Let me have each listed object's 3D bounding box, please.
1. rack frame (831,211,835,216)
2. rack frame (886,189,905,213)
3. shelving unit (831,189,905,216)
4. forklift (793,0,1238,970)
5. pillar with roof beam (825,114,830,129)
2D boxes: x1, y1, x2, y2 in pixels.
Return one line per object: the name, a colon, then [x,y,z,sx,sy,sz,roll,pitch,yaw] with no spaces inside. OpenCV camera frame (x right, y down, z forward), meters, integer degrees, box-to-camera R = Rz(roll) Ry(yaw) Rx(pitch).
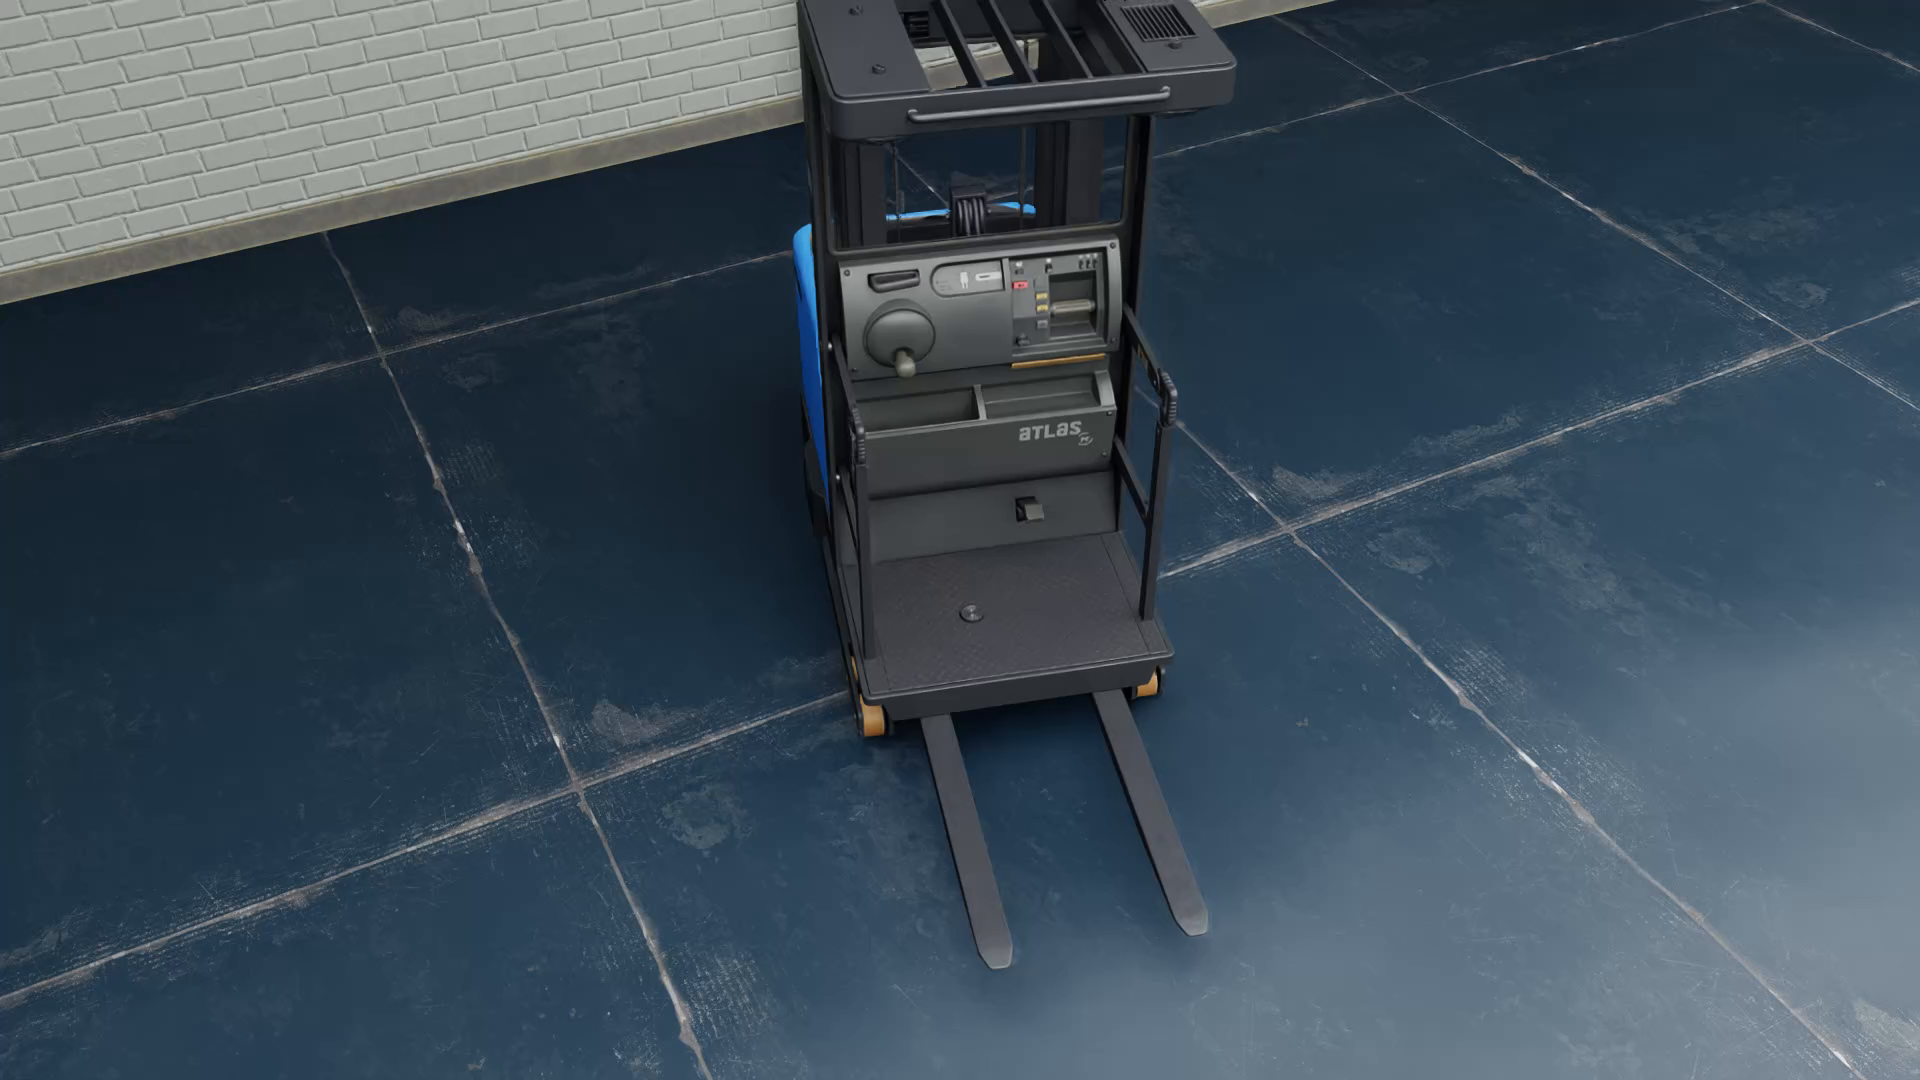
rack frame: [-0.471,-0.961,7.069,0.008,1.050,0.200,-32,48,-32]
rack frame: [-0.294,-1.070,7.197,0.008,1.050,0.200,-32,48,-32]
shelving unit: [-0.383,-1.015,7.133,0.252,1.050,0.215,-32,48,-32]
forklift: [0.119,-0.682,5.287,1.130,2.935,3.031,-7,41,-9]
pillar with roof beam: [1.401,-3.404,3.806,0.400,9.000,9.100,-19,44,-21]
